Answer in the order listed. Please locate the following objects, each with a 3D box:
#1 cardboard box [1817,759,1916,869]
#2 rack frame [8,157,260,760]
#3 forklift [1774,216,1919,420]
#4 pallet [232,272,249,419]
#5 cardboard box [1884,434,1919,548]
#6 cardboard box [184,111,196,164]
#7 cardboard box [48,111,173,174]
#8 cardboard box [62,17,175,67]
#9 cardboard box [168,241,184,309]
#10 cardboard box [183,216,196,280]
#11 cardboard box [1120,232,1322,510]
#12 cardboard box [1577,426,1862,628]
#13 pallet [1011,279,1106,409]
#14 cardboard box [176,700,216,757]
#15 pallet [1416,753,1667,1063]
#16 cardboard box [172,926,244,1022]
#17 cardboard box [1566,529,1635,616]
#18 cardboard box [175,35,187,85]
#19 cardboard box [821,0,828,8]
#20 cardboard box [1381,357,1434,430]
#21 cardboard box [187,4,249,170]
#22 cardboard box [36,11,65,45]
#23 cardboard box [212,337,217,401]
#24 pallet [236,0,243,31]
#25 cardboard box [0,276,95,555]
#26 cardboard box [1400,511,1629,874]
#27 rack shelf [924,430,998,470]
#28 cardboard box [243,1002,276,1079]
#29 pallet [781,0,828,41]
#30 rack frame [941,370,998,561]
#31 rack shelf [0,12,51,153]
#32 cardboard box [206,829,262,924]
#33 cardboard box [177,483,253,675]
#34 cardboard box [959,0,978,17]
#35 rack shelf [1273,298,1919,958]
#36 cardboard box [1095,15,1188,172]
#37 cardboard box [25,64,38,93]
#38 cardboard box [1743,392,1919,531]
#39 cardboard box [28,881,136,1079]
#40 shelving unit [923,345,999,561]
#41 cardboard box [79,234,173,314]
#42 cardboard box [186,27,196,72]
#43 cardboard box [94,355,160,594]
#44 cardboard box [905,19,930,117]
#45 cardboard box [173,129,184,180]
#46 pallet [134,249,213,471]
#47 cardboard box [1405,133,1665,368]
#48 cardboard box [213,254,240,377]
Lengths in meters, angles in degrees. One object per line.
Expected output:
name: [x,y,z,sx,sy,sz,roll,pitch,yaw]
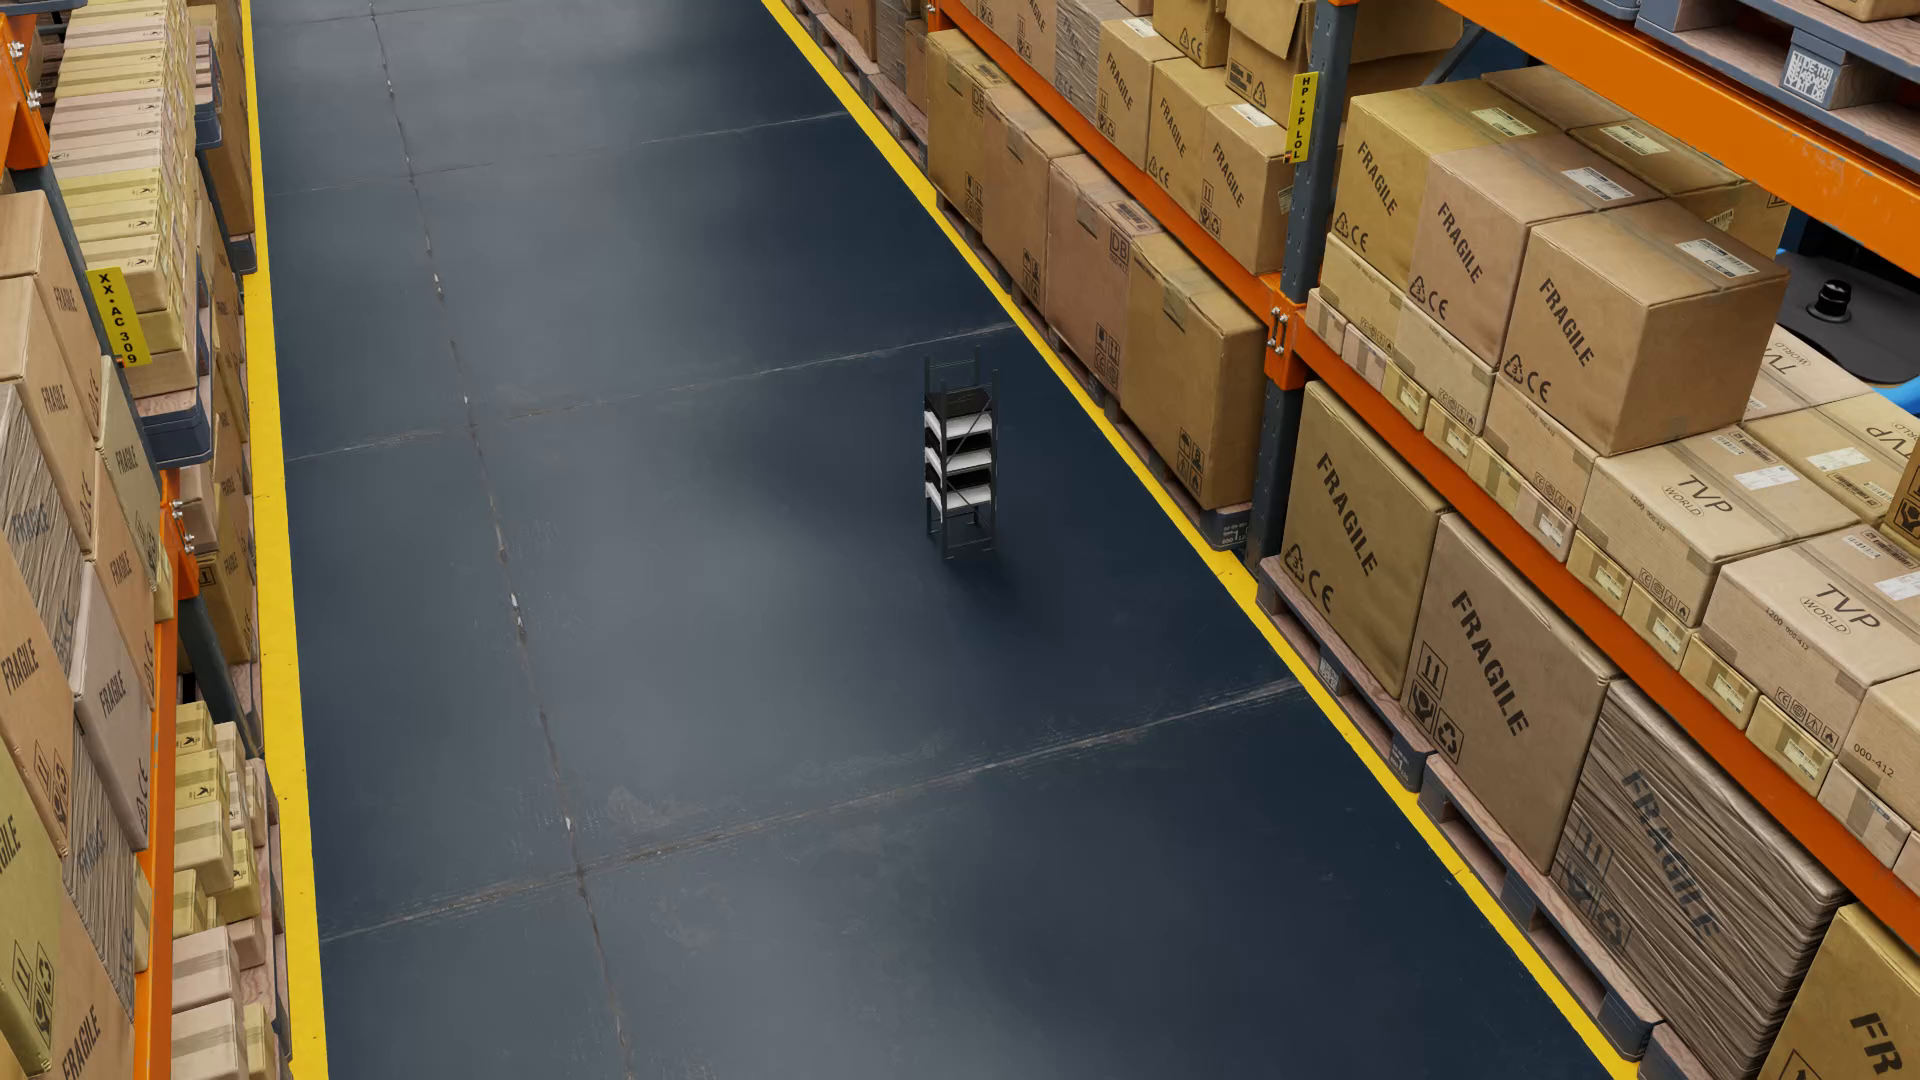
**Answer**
cardboard box: [2.384,0.635,4.123,0.380,0.149,0.250,-12,39,-15]
rack frame: [-2.990,-0.192,5.012,1.000,3.000,0.127,-12,39,-16]
forklift: [4.380,-1.567,6.895,3.031,2.935,1.130,-22,42,-27]
pallet: [-4.099,-0.896,8.264,1.003,0.211,1.213,-12,39,-16]
cardboard box: [2.810,-0.162,4.226,0.500,0.500,0.500,-13,39,-17]
cardboard box: [-3.329,-1.610,6.754,0.380,0.149,0.250,-11,38,-15]
cardboard box: [-3.054,-1.403,5.984,0.380,0.149,0.250,-13,39,-16]
cardboard box: [-3.421,-1.997,6.774,0.380,0.149,0.250,-12,39,-16]
cardboard box: [-2.785,-0.842,5.487,0.380,0.149,0.250,-13,39,-17]
cardboard box: [-2.963,-1.017,5.967,0.380,0.149,0.250,-12,39,-15]
cardboard box: [1.462,-0.838,7.287,1.225,0.875,0.875,-12,39,-16]
cardboard box: [2.129,-0.048,4.698,0.500,0.250,0.500,-12,39,-16]
pallet: [0.941,-1.159,8.613,1.003,0.211,1.213,-12,39,-16]
cardboard box: [-2.624,0.688,5.369,0.380,0.149,0.250,-11,38,-15]
pallet: [2.313,1.088,5.630,1.003,0.211,1.213,-12,39,-16]
cardboard box: [-2.210,1.260,4.610,0.380,0.149,0.250,-14,39,-18]
cardboard box: [2.029,0.055,4.893,0.380,0.149,0.250,-14,39,-17]
cardboard box: [-3.497,-2.013,7.042,0.380,0.149,0.250,-12,39,-16]
cardboard box: [-0.714,-4.234,12.090,0.700,0.500,0.500,-13,39,-16]
cardboard box: [1.673,-0.529,5.667,0.380,0.149,0.250,-11,38,-14]
cardboard box: [-4.796,-2.577,9.699,1.050,0.750,0.750,-12,39,-15]
cardboard box: [-4.774,-2.691,8.246,0.500,0.500,0.500,-12,39,-16]
cardboard box: [-3.354,-0.722,6.821,0.500,0.250,0.500,-11,38,-14]
pallet: [-5.932,-4.043,12.443,1.003,0.211,1.213,-12,39,-16]
cardboard box: [-2.392,-0.250,3.927,0.500,0.500,0.500,-14,39,-17]
cardboard box: [2.163,0.417,5.621,0.875,0.875,0.875,-12,39,-16]
rack shelf: [0.003,-0.400,6.939,0.258,0.077,0.200,-12,39,-16]
cardboard box: [-2.179,1.514,4.767,0.380,0.149,0.250,-13,39,-16]
pallet: [-0.782,-4.128,12.555,1.003,0.211,1.213,-12,39,-16]
rack frame: [0.038,-0.297,6.897,0.240,0.900,0.006,-12,39,-16]
rack shelf: [-3.679,-2.233,5.826,1.077,0.370,4.000,-12,39,-16]
cardboard box: [-2.370,1.070,5.109,0.380,0.149,0.250,-14,39,-18]
cardboard box: [-2.996,0.166,6.265,0.500,0.500,0.500,-11,38,-14]
cardboard box: [0.237,-3.131,8.830,0.500,0.500,0.500,-11,38,-15]
rack shelf: [2.390,0.255,5.016,1.077,0.370,4.000,-12,39,-16]
cardboard box: [0.934,-1.984,7.308,0.500,0.500,0.500,-13,39,-16]
cardboard box: [-4.217,-1.921,7.167,0.380,0.149,0.250,-11,38,-14]
cardboard box: [2.627,-0.159,4.845,0.500,0.250,0.500,-13,39,-17]
cardboard box: [-1.874,1.021,3.070,0.500,0.500,0.500,-12,39,-15]
shelving unit: [0.003,-0.355,6.973,0.258,0.900,0.210,-12,39,-16]
cardboard box: [-2.694,-0.815,5.204,0.380,0.149,0.250,-11,38,-14]
cardboard box: [-3.682,-2.195,7.531,0.380,0.149,0.250,-13,39,-16]
cardboard box: [-2.559,-0.136,4.607,0.500,0.500,0.500,-12,39,-16]
cardboard box: [0.076,-2.973,10.416,0.700,0.500,0.500,-14,39,-18]
cardboard box: [-3.150,-1.436,6.276,0.380,0.149,0.250,-13,39,-17]
pallet: [-3.117,-0.577,5.683,1.003,0.211,1.213,-12,39,-16]
cardboard box: [1.788,-0.917,5.229,0.500,0.500,0.500,-12,39,-16]
cardboard box: [-3.720,-1.009,7.826,0.500,0.500,0.500,-11,38,-14]
